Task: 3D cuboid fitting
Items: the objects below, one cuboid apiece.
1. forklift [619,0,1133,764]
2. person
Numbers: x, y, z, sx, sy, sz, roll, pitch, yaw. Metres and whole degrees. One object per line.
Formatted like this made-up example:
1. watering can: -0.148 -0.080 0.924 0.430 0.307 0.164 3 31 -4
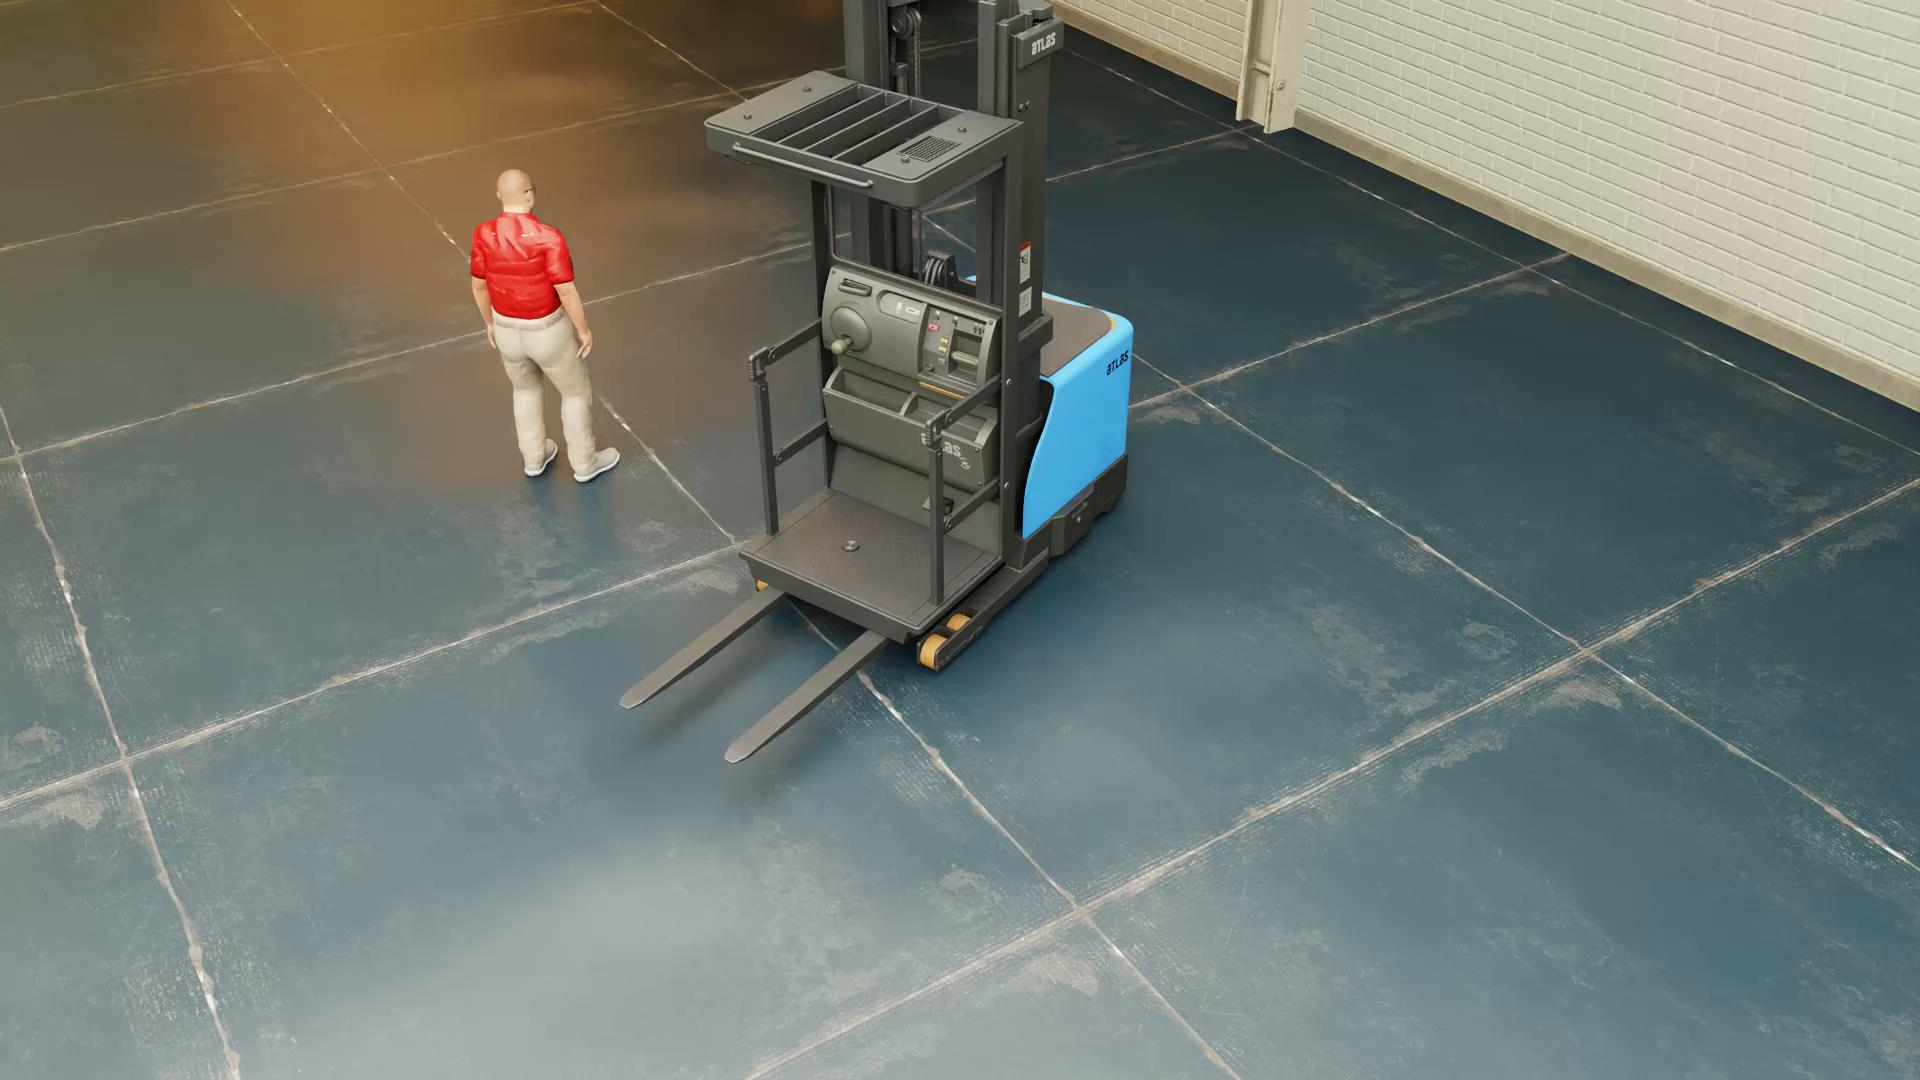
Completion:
1. forklift: -0.359 -0.903 7.433 1.130 2.935 3.031 22 41 28
2. person: -2.228 -1.109 8.773 0.599 1.725 0.393 8 36 11
